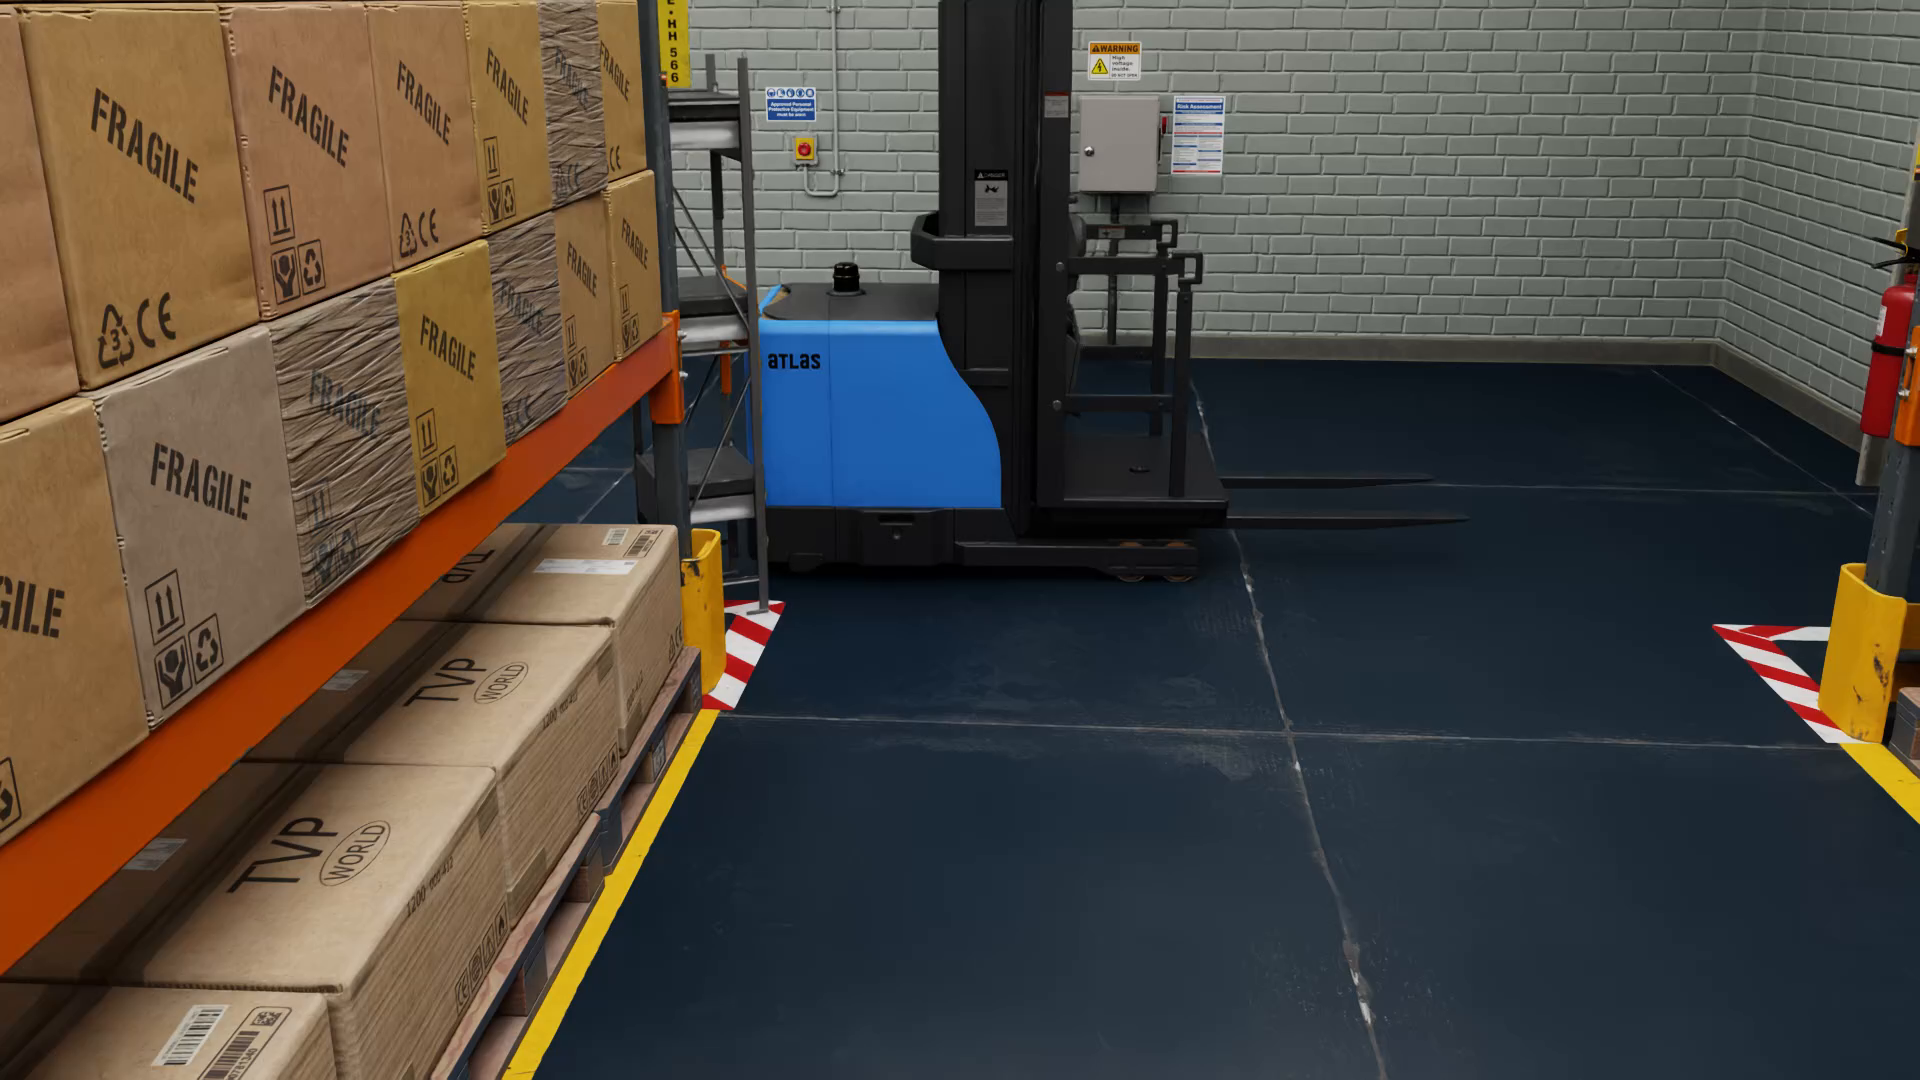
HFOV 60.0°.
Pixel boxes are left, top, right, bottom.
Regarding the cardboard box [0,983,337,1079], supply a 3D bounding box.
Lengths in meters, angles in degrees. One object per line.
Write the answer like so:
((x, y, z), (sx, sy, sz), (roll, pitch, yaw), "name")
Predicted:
((-1.574, 1.128, 2.604), (0.875, 0.438, 0.875), (1, 18, 3), "cardboard box")

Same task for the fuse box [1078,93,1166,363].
((1.026, -1.987, 10.740), (0.539, 1.711, 0.414), (1, 18, 4), "fuse box")

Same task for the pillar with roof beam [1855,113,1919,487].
((0.310, -4.595, 6.993), (9.100, 9.000, 0.400), (1, 18, 4), "pillar with roof beam")

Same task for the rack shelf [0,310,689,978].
((-1.583, 0.023, 3.691), (1.077, 0.370, 4.000), (1, 18, 4), "rack shelf")

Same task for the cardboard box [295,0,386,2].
((-1.317, -1.093, 3.135), (0.380, 0.149, 0.250), (1, 18, 4), "cardboard box")

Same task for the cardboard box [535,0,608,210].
((-1.245, -1.145, 4.333), (0.500, 0.500, 0.500), (1, 18, 4), "cardboard box")

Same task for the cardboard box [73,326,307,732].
((-1.391, -0.041, 2.571), (0.500, 0.500, 0.500), (1, 18, 4), "cardboard box")

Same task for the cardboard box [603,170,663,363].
((-1.210, -0.832, 4.984), (0.500, 0.500, 0.500), (1, 18, 4), "cardboard box")

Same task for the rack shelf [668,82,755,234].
((-1.032, -1.414, 6.163), (0.431, 0.518, 0.480), (-7, 19, -20), "rack shelf")

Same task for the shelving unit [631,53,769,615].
((-1.031, -0.762, 6.377), (0.431, 2.100, 0.503), (-7, 19, -20), "shelving unit")

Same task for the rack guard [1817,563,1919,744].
((3.506, 0.381, 5.457), (1.175, 0.500, 0.348), (1, 18, 4), "rack guard")

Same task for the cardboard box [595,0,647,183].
((-1.237, -1.308, 4.830), (0.500, 0.500, 0.500), (2, 18, 6), "cardboard box")

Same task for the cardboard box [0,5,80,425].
((-1.450, -0.363, 1.947), (0.500, 0.500, 0.500), (1, 18, 4), "cardboard box")

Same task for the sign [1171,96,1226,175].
((1.534, -2.608, 10.717), (0.329, 0.494, 0.001), (1, 18, 4), "sign")

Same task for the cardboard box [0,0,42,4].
((-1.466, -0.781, 2.182), (0.380, 0.149, 0.250), (1, 18, 3), "cardboard box")

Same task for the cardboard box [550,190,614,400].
((-1.261, -0.676, 4.509), (0.500, 0.500, 0.500), (1, 18, 3), "cardboard box")

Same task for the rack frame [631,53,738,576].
((-1.121, -0.833, 6.592), (0.400, 2.100, 0.015), (-7, 19, -20), "rack frame")

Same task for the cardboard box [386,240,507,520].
((-1.312, -0.356, 3.530), (0.500, 0.500, 0.500), (2, 18, 6), "cardboard box")

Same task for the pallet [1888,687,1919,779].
((3.450, 0.766, 4.746), (1.003, 0.211, 1.213), (1, 18, 4), "pallet")

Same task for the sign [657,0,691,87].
((-0.899, -1.586, 5.207), (0.100, 0.325, 0.005), (1, 18, 4), "sign")

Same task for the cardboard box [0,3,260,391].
((-1.408, -0.520, 2.425), (0.500, 0.500, 0.500), (1, 18, 3), "cardboard box")

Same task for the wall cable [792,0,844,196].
((-1.059, -3.189, 10.658), (0.585, 1.953, 0.123), (1, 18, 4), "wall cable")

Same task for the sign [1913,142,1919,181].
((2.970, -1.254, 5.042), (0.100, 0.325, 0.005), (1, 18, 4), "sign")

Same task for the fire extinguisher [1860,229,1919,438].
((3.061, -0.672, 5.381), (0.296, 0.674, 0.183), (1, 18, 4), "fire extinguisher")

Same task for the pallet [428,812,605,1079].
((-1.509, 1.013, 3.992), (1.003, 0.211, 1.213), (1, 18, 4), "pallet")

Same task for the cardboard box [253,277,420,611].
((-1.349, -0.196, 3.042), (0.500, 0.500, 0.500), (1, 18, 4), "cardboard box")

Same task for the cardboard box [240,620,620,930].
((-1.444, 0.570, 4.308), (0.875, 0.438, 0.875), (2, 18, 5), "cardboard box")

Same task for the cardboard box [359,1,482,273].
((-1.321, -0.835, 3.388), (0.500, 0.500, 0.500), (1, 18, 4), "cardboard box")

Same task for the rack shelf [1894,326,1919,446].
((3.368, 0.133, 3.356), (1.077, 0.370, 4.000), (1, 18, 4), "rack shelf")

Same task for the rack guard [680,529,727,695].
((-1.438, 0.240, 5.886), (1.175, 0.500, 0.348), (1, 18, 4), "rack guard")

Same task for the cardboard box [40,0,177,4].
((-1.387, -0.857, 2.413), (0.380, 0.149, 0.250), (1, 18, 4), "cardboard box")

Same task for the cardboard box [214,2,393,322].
((-1.360, -0.678, 2.910), (0.500, 0.500, 0.500), (2, 18, 5), "cardboard box")

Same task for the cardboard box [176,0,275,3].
((-1.339, -0.939, 2.663), (0.380, 0.149, 0.250), (1, 18, 2), "cardboard box")

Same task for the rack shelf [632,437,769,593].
((-1.031, -0.084, 6.599), (0.431, 0.518, 0.480), (-7, 19, -20), "rack shelf")

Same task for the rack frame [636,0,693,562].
((-1.439, -0.940, 5.474), (1.000, 3.000, 0.127), (1, 18, 4), "rack frame")

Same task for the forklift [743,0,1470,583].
((0.634, -1.384, 6.939), (3.031, 2.935, 1.130), (0, 18, 1), "forklift")

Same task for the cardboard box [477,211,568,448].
((-1.288, -0.516, 4.021), (0.500, 0.500, 0.500), (2, 18, 6), "cardboard box")

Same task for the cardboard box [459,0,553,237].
((-1.283, -0.991, 3.864), (0.500, 0.500, 0.500), (1, 18, 4), "cardboard box")

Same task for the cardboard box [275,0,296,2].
((-1.403, -1.019, 2.906), (0.380, 0.149, 0.250), (1, 18, 4), "cardboard box")

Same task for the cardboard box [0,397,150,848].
((-1.431, 0.115, 2.094), (0.500, 0.500, 0.500), (2, 18, 6), "cardboard box")

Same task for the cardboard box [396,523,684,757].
((-1.387, 0.285, 5.176), (0.875, 0.438, 0.875), (1, 18, 2), "cardboard box")

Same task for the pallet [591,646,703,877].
((-1.419, 0.635, 5.145), (1.003, 0.211, 1.213), (1, 18, 4), "pallet")

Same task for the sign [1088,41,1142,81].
((0.986, -3.058, 10.611), (0.339, 0.242, 0.001), (1, 18, 4), "sign")

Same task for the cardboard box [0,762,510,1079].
((-1.511, 0.850, 3.453), (0.875, 0.438, 0.875), (1, 18, 2), "cardboard box")

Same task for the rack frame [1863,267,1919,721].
((3.512, -0.830, 5.140), (1.000, 3.000, 0.127), (1, 18, 4), "rack frame")

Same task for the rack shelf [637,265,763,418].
((-1.031, -0.749, 6.381), (0.431, 0.518, 0.480), (-7, 19, -20), "rack shelf")

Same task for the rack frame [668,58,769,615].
((-0.942, -0.692, 6.161), (0.400, 2.100, 0.015), (-7, 19, -20), "rack frame")

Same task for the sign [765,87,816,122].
((-1.102, -2.840, 10.840), (0.327, 0.218, 0.001), (1, 18, 4), "sign")
